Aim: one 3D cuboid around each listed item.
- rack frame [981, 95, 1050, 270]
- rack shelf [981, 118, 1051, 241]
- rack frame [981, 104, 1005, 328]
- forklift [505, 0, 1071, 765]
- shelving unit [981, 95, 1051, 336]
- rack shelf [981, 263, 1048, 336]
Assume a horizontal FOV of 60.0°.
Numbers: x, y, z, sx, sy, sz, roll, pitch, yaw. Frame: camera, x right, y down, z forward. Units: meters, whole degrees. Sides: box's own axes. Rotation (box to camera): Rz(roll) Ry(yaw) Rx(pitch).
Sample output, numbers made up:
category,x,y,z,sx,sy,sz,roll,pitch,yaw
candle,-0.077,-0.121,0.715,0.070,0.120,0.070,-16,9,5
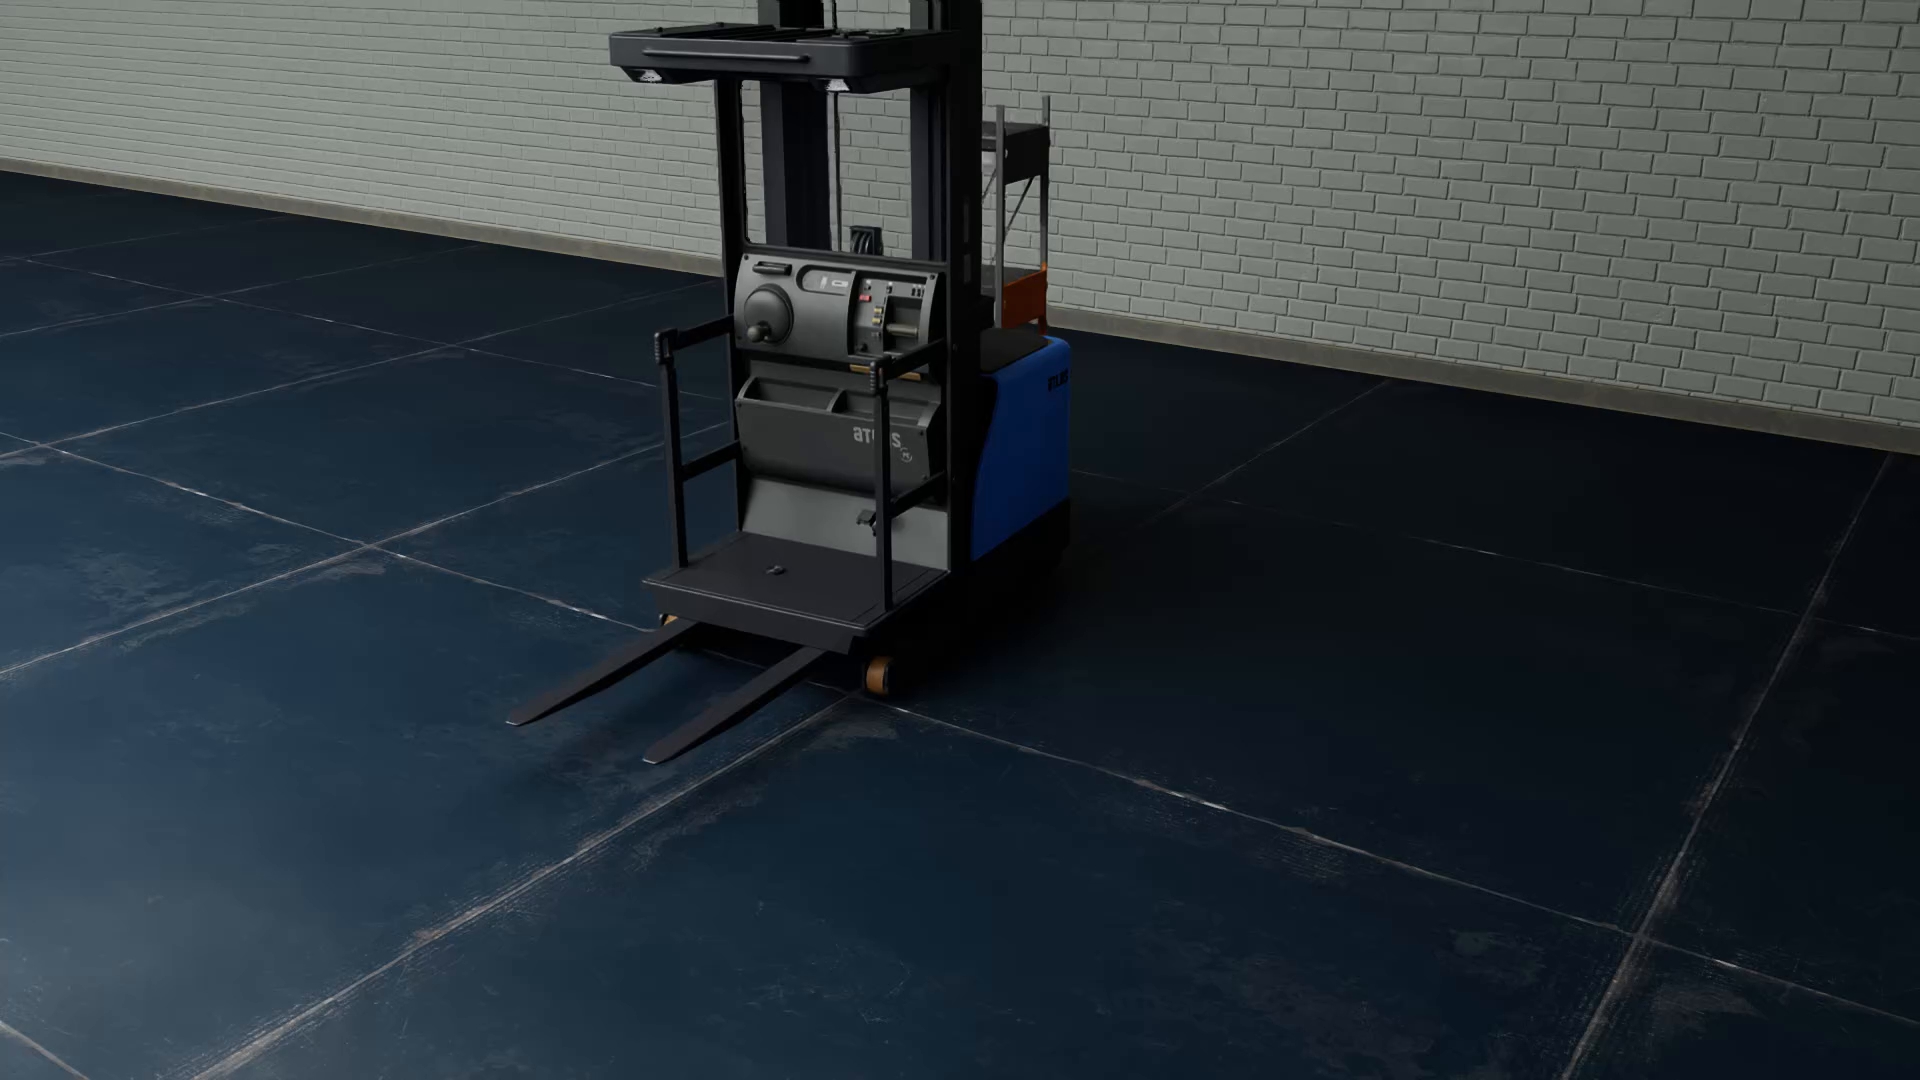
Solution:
category,x,y,z,sx,sy,sz,roll,pitch,yaw
rack frame,0.252,-1.178,8.424,0.400,2.100,0.015,10,23,26
rack shelf,0.138,-1.747,7.983,0.431,0.518,0.480,10,23,26
rack frame,0.024,-1.029,8.019,0.400,2.100,0.015,10,23,26
forklift,-0.607,-0.931,6.558,1.130,2.935,3.031,10,23,26
shelving unit,0.138,-1.103,8.221,0.431,2.100,0.503,10,23,26
rack shelf,0.138,-1.091,8.226,0.431,0.518,0.480,10,23,26
